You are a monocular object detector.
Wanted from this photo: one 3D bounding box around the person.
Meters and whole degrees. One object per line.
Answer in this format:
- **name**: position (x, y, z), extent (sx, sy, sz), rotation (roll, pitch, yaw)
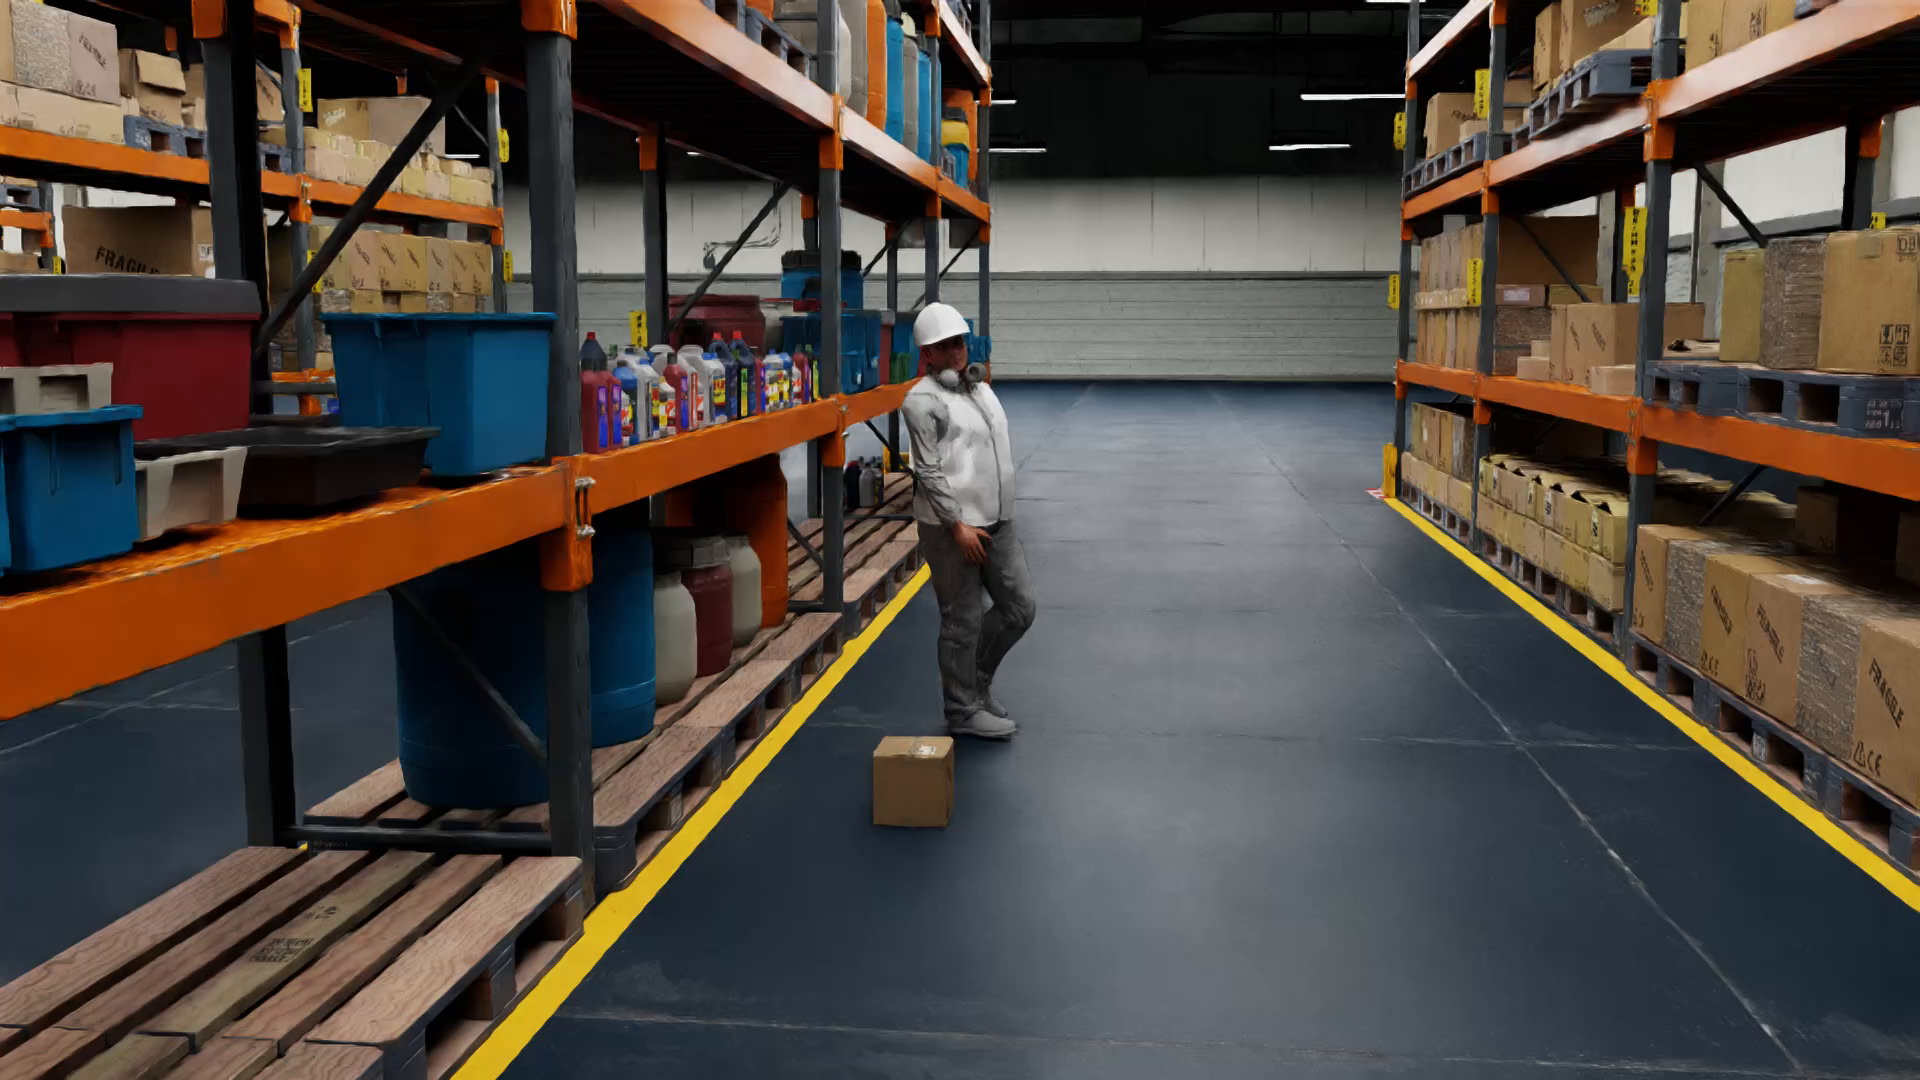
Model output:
- **person**: position (0.033, -0.070, 6.734), extent (0.429, 1.767, 0.631), rotation (5, 9, 36)
